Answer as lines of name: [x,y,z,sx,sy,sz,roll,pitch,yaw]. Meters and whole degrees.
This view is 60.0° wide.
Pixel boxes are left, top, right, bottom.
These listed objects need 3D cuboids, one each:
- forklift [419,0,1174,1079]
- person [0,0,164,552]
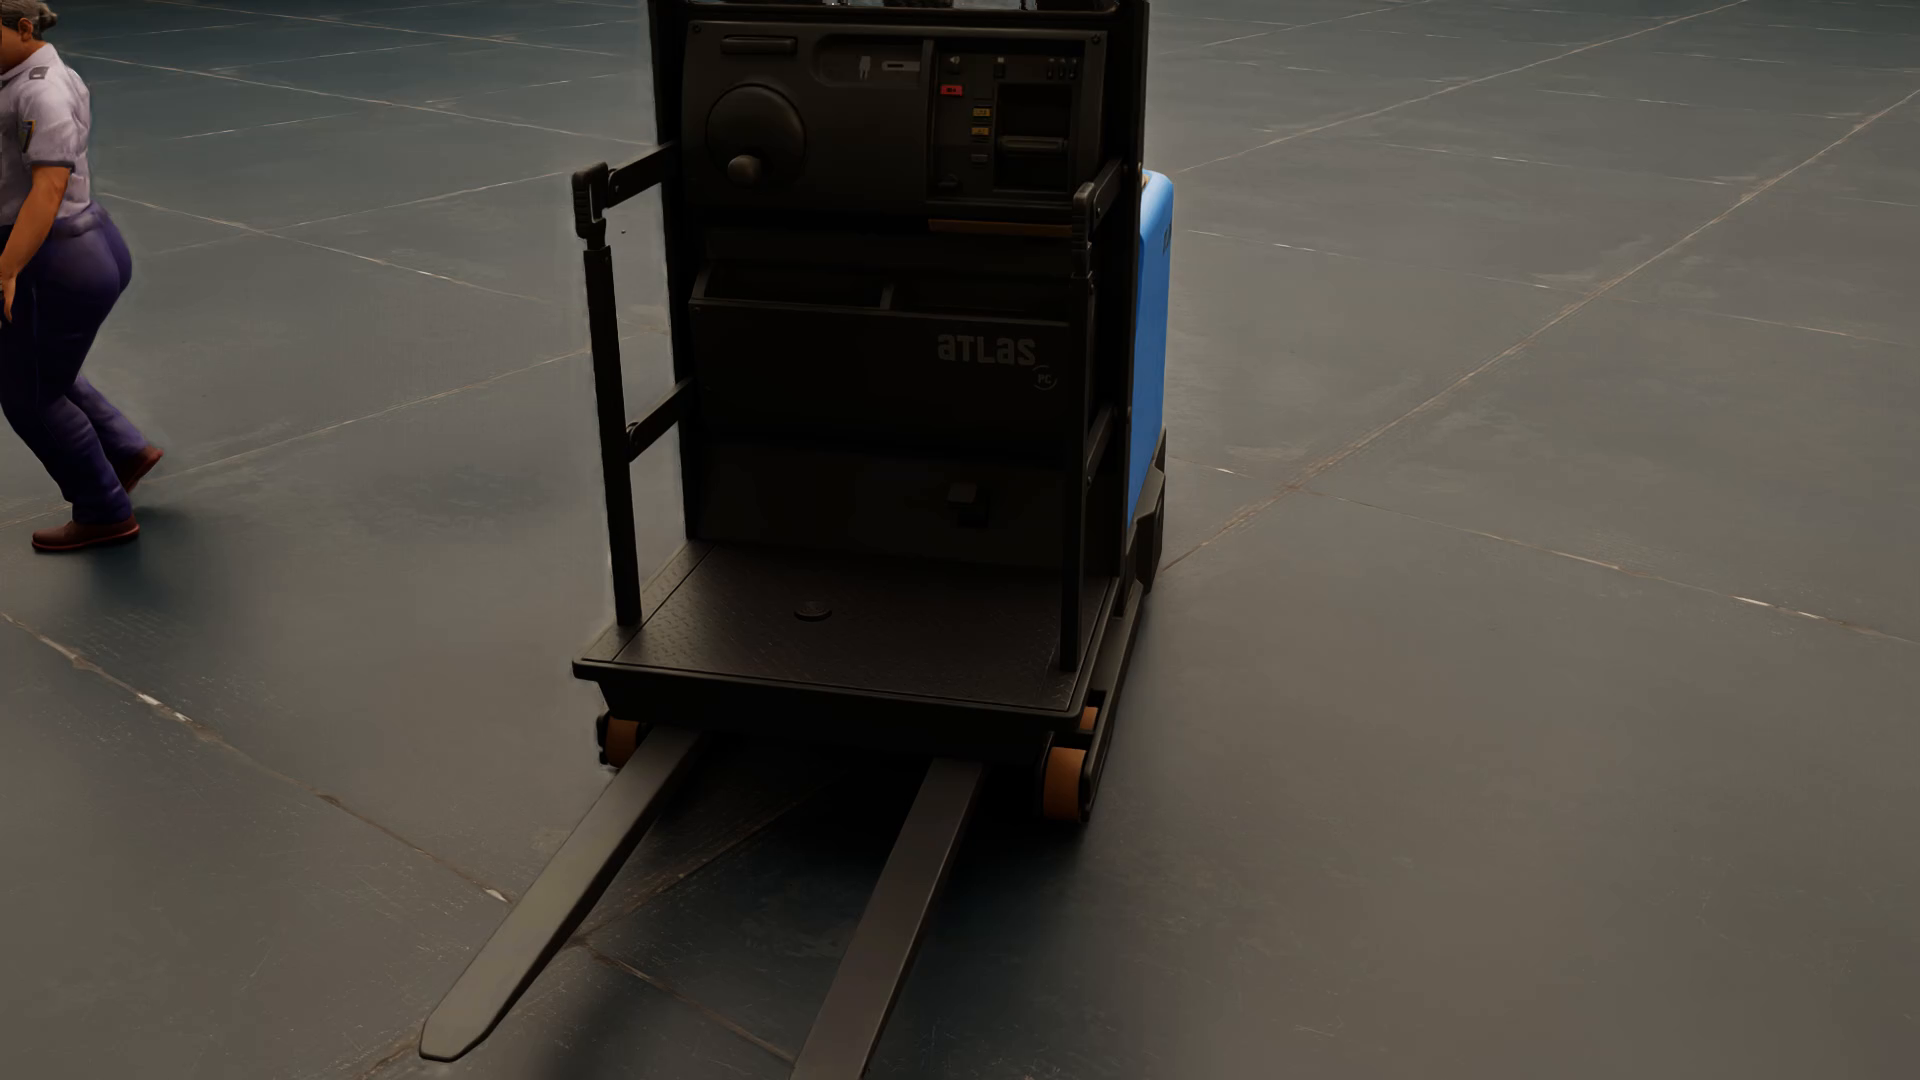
forklift: [-0.195,-0.895,3.393,1.130,2.935,3.031,5,24,11]
person: [-2.612,-0.737,4.707,0.451,1.634,0.732,-5,24,-12]
